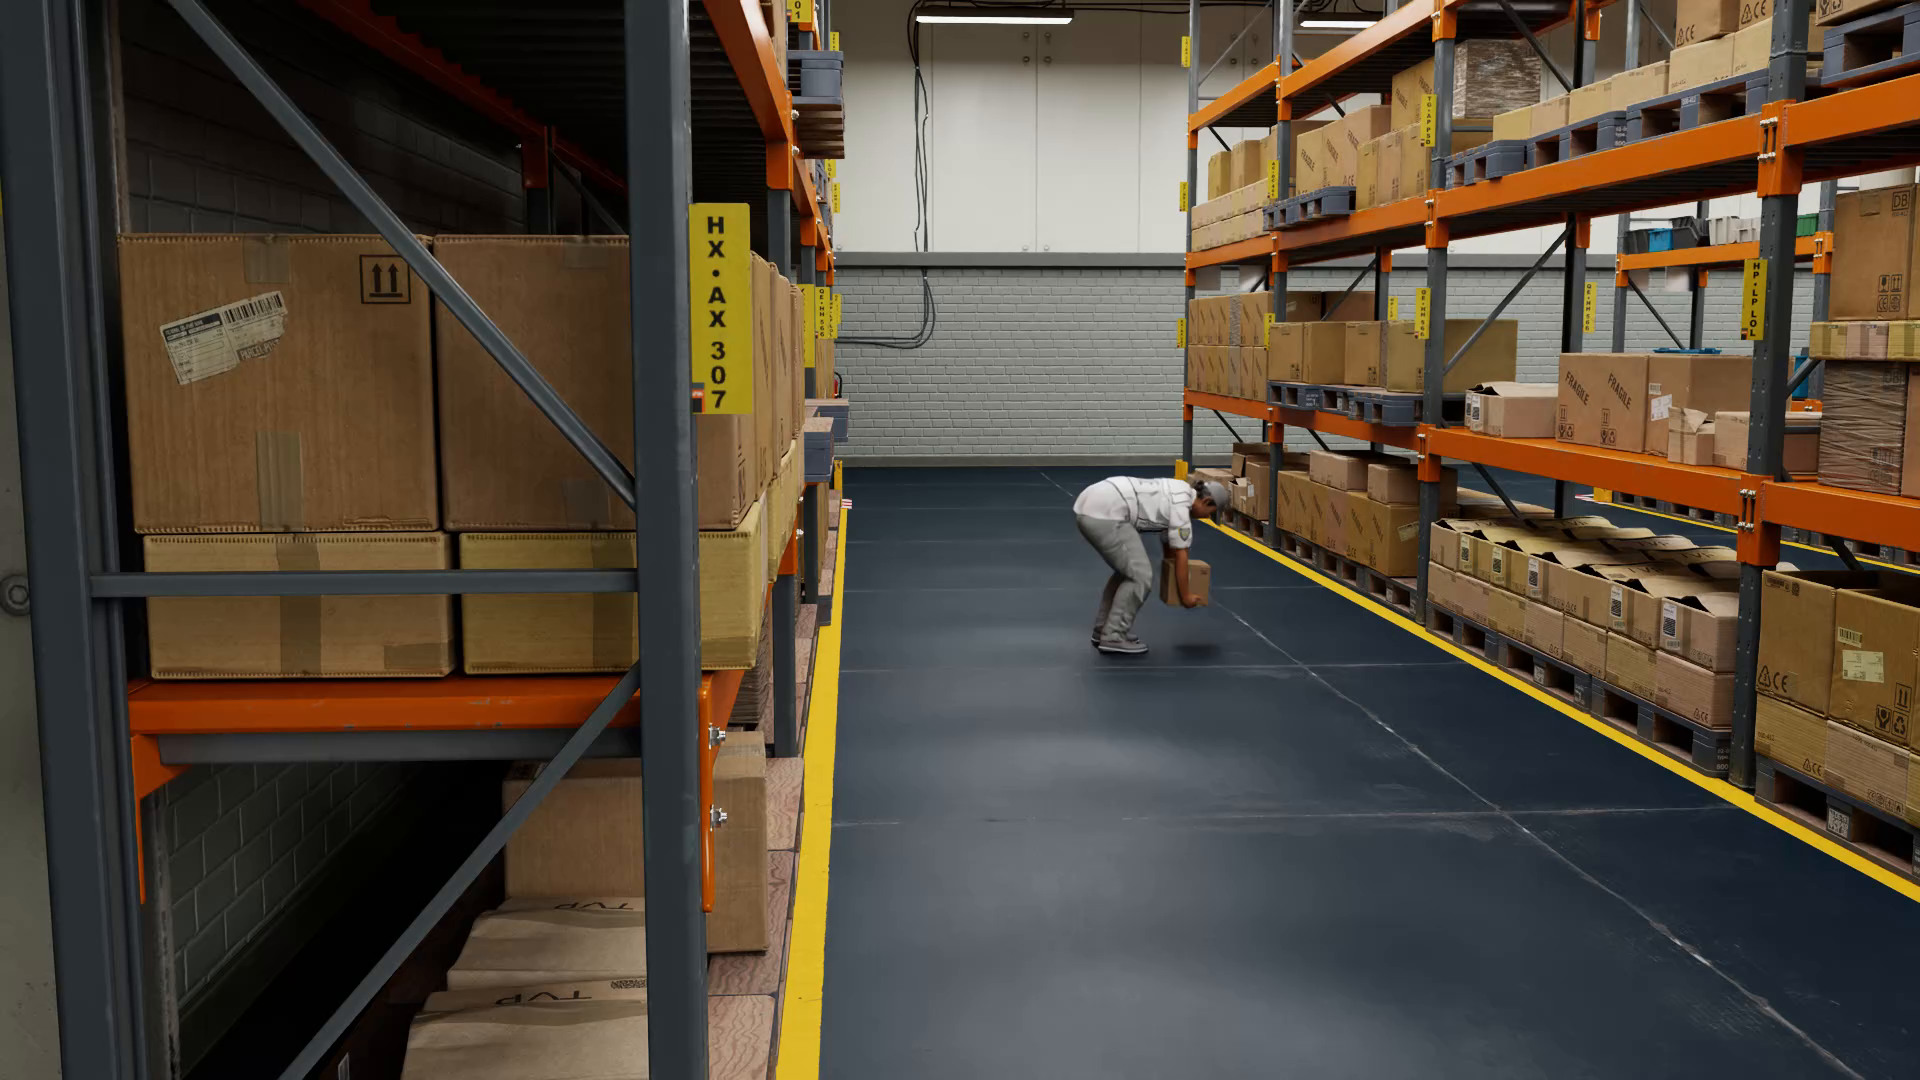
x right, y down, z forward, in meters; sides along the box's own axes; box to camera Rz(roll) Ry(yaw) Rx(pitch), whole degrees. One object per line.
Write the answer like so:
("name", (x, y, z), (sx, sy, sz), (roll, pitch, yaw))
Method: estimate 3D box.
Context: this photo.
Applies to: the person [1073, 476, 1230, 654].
("person", (1.168, 0.139, 10.130), (0.952, 1.058, 0.478), (-1, 7, -6))
